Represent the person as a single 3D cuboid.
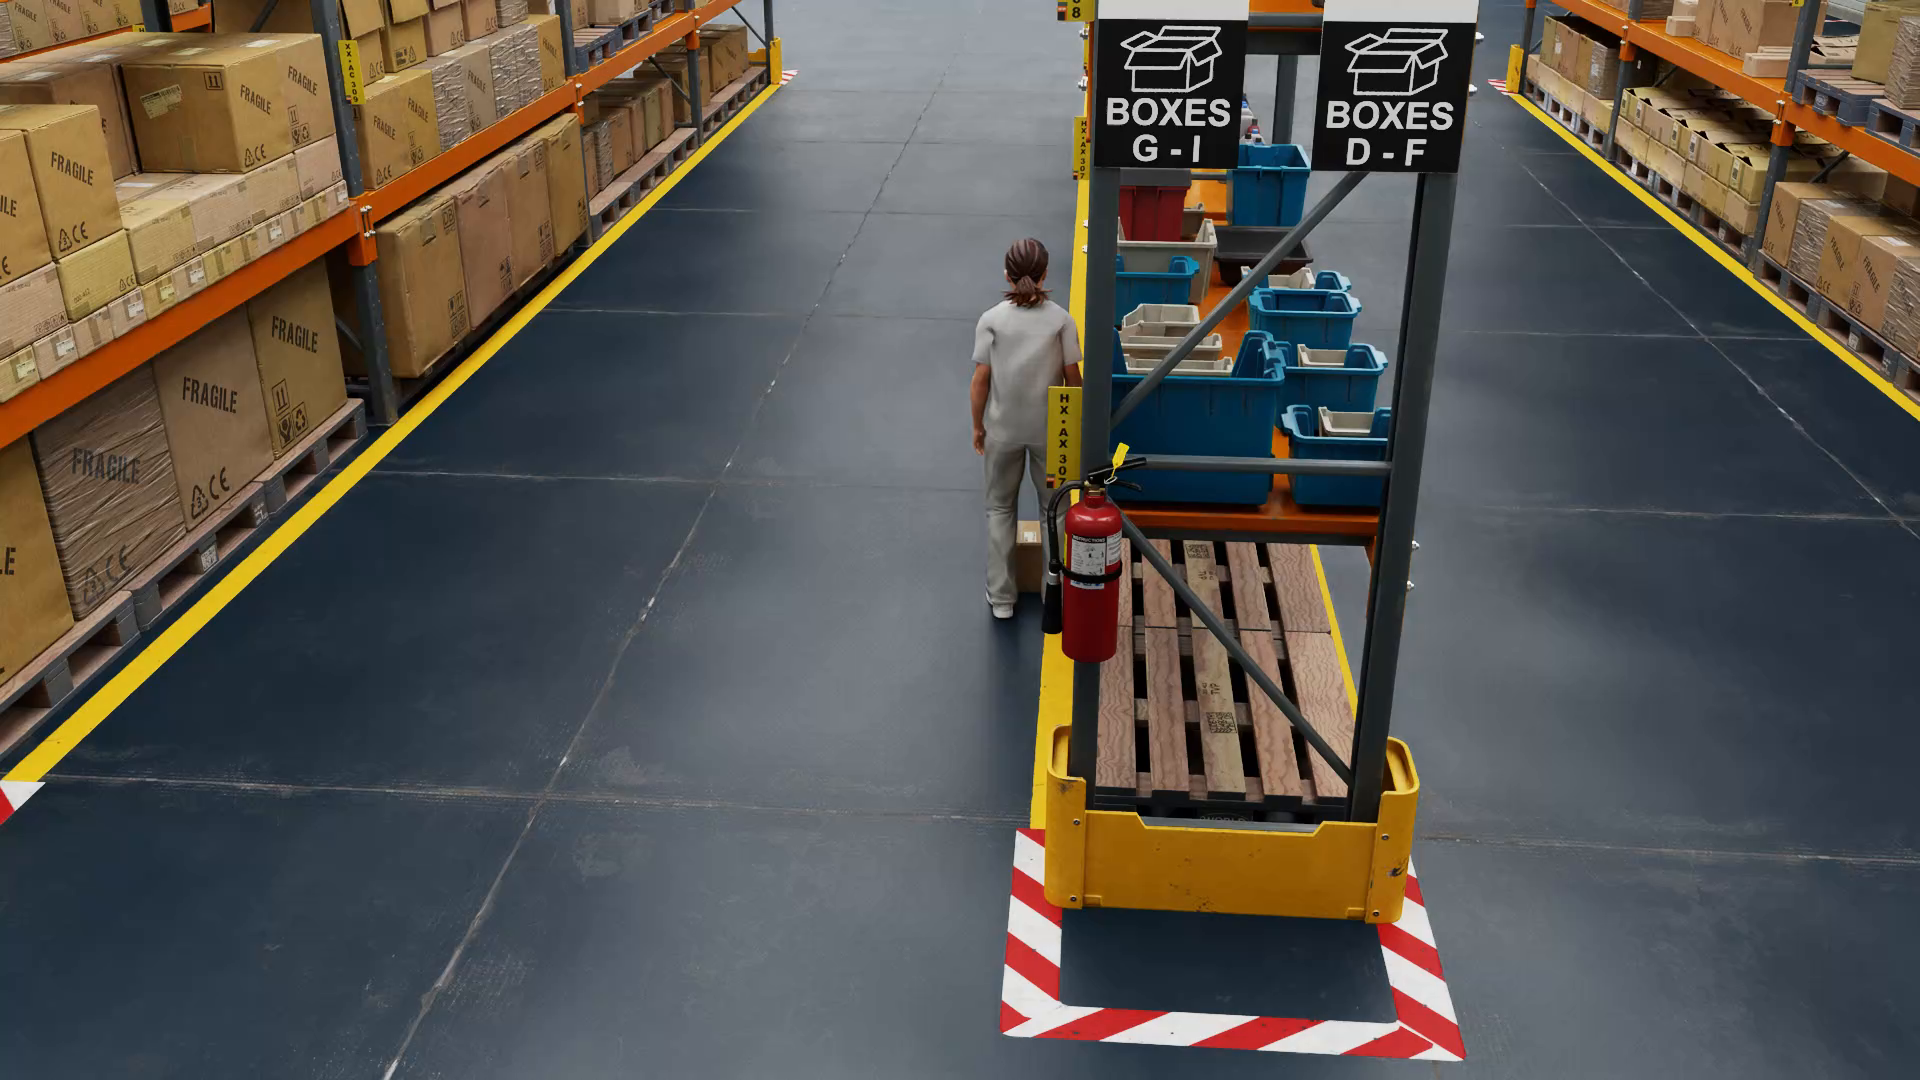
[{"bbox_3d":[0.288,-0.455,7.100,0.487,1.672,0.358,1,25,3],"label":"person"}]
